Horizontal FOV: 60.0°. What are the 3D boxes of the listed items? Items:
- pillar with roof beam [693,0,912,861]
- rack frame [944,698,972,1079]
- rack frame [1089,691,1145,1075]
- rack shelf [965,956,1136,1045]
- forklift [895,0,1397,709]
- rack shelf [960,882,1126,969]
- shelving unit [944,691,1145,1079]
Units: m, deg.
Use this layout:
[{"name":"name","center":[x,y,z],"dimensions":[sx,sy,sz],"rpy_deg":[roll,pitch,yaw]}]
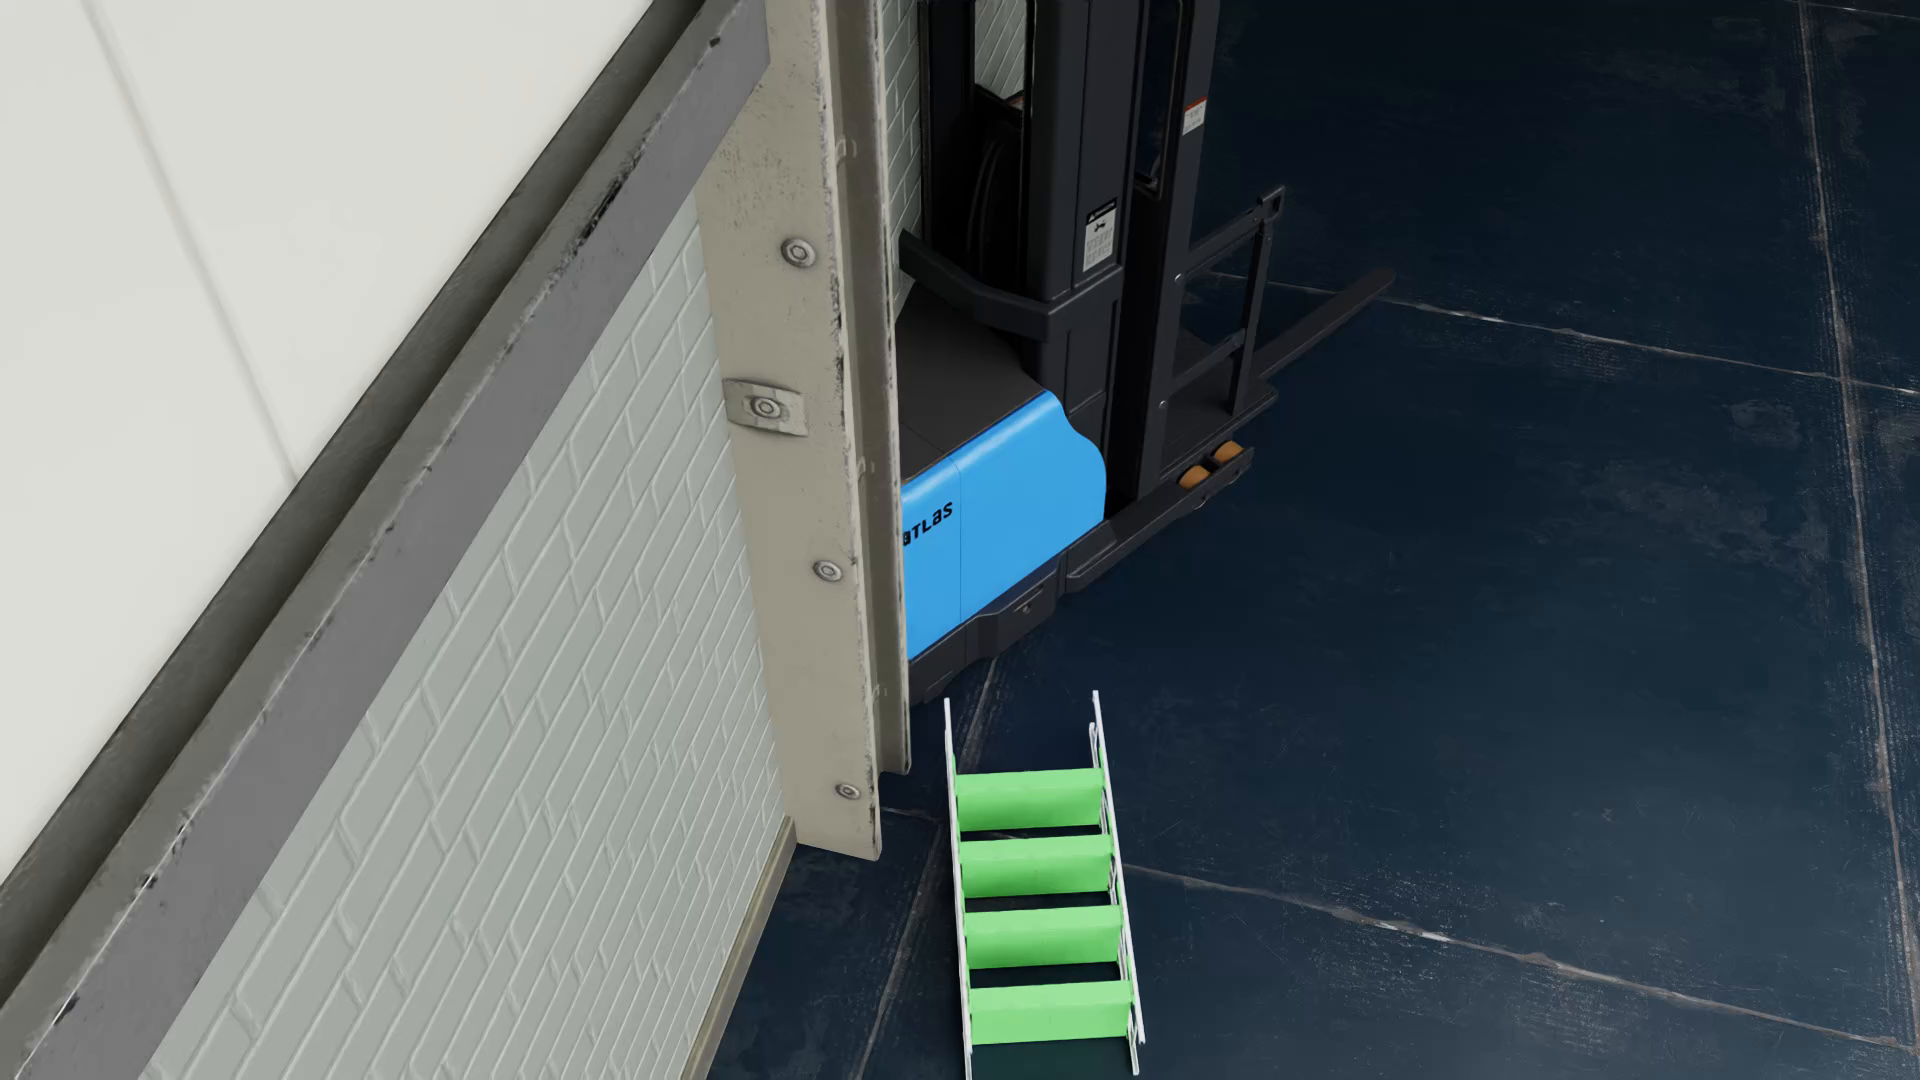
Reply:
[{"name":"pillar with roof beam","center":[3.791,-1.270,1.369],"dimensions":[9.100,9.000,0.400],"rpy_deg":[12,50,10]},{"name":"rack frame","center":[-0.009,1.051,5.137],"dimensions":[0.015,0.240,1.200],"rpy_deg":[-3,50,-2]},{"name":"rack frame","center":[0.479,1.028,5.154],"dimensions":[0.015,0.240,1.200],"rpy_deg":[-3,50,-2]},{"name":"rack shelf","center":[0.259,1.356,4.876],"dimensions":[0.480,0.258,0.148],"rpy_deg":[-3,50,-2]},{"name":"forklift","center":[0.491,-1.347,5.484],"dimensions":[3.031,2.935,1.130],"rpy_deg":[-35,57,-27]},{"name":"rack shelf","center":[0.245,1.174,5.031],"dimensions":[0.480,0.258,0.148],"rpy_deg":[-3,50,-2]},{"name":"shelving unit","center":[0.235,1.040,5.145],"dimensions":[0.503,0.258,1.200],"rpy_deg":[-3,50,-2]}]
